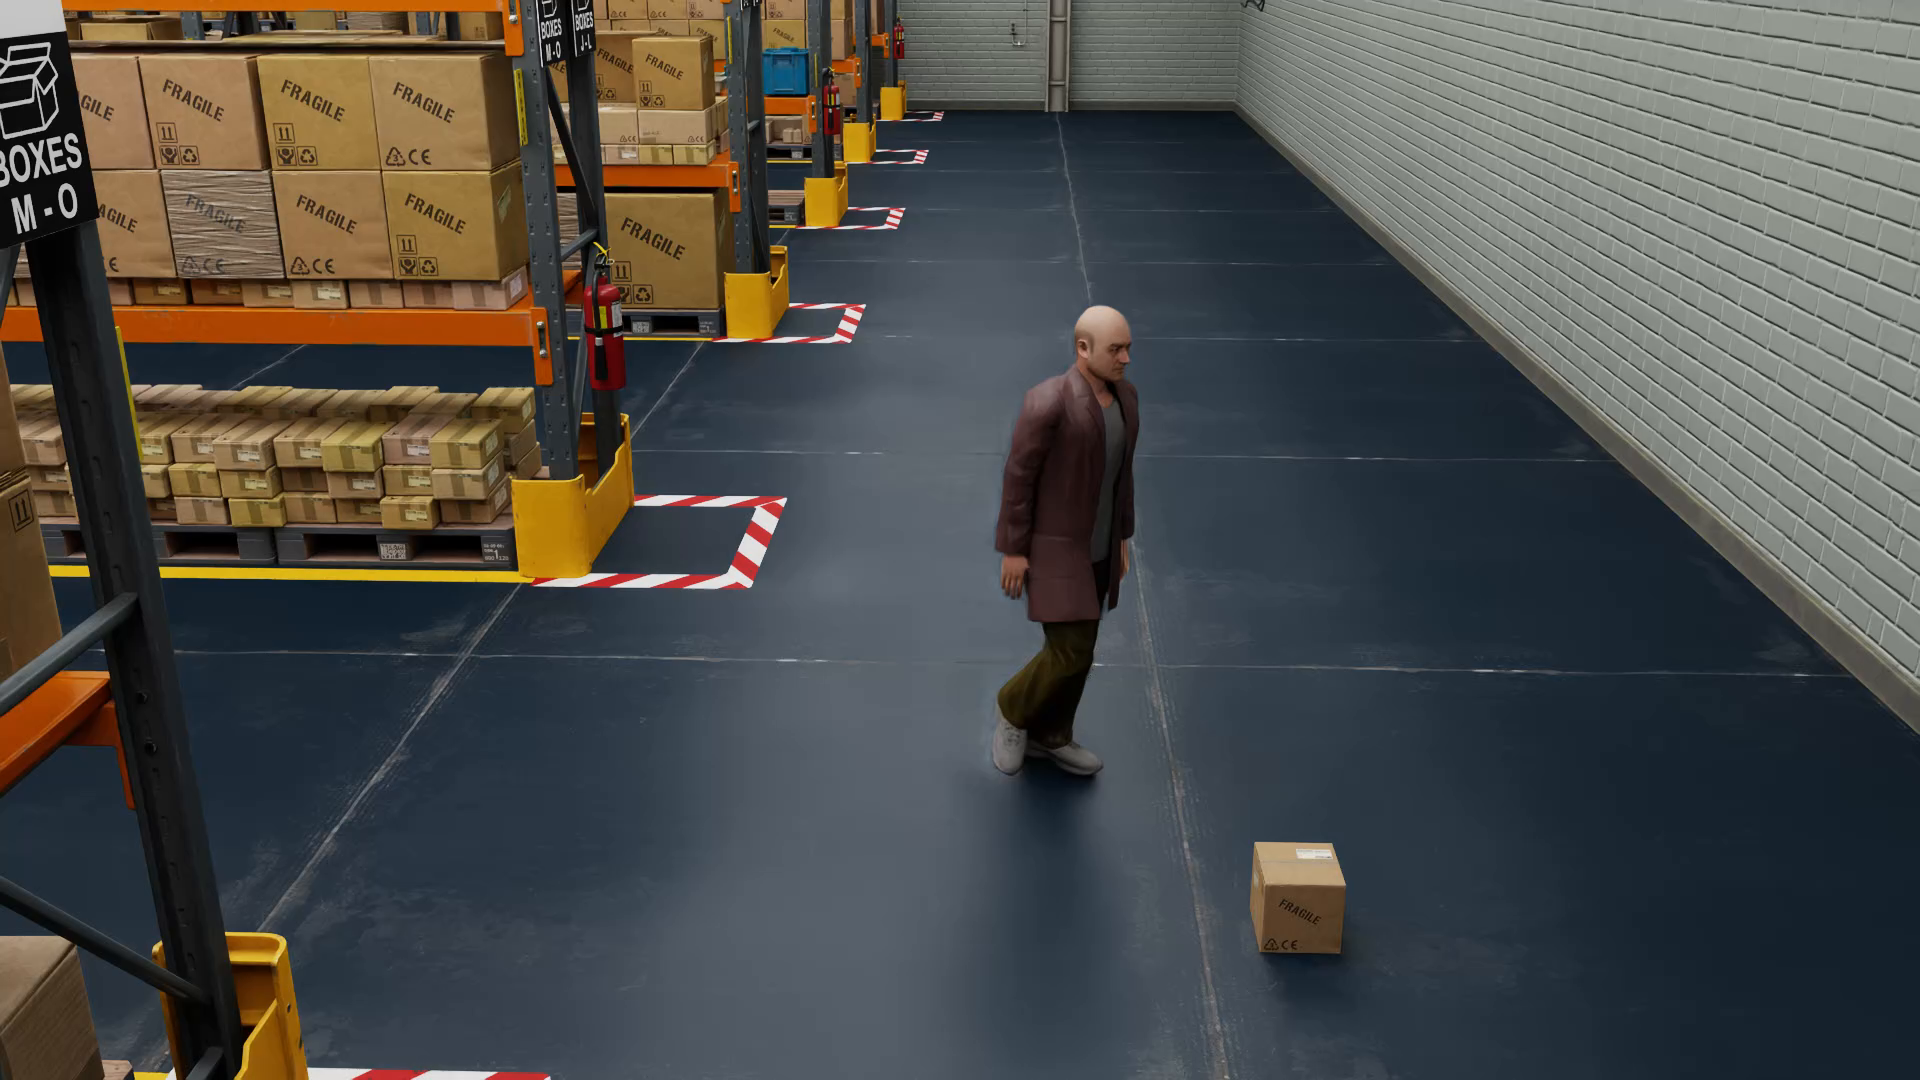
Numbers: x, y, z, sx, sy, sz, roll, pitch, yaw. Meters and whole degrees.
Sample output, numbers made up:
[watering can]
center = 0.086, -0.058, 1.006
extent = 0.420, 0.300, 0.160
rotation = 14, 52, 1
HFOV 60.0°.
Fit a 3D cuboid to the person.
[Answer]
[person]
center = 0.382, 0.024, 5.982
extent = 0.539, 1.770, 0.608
rotation = 17, 26, 38
